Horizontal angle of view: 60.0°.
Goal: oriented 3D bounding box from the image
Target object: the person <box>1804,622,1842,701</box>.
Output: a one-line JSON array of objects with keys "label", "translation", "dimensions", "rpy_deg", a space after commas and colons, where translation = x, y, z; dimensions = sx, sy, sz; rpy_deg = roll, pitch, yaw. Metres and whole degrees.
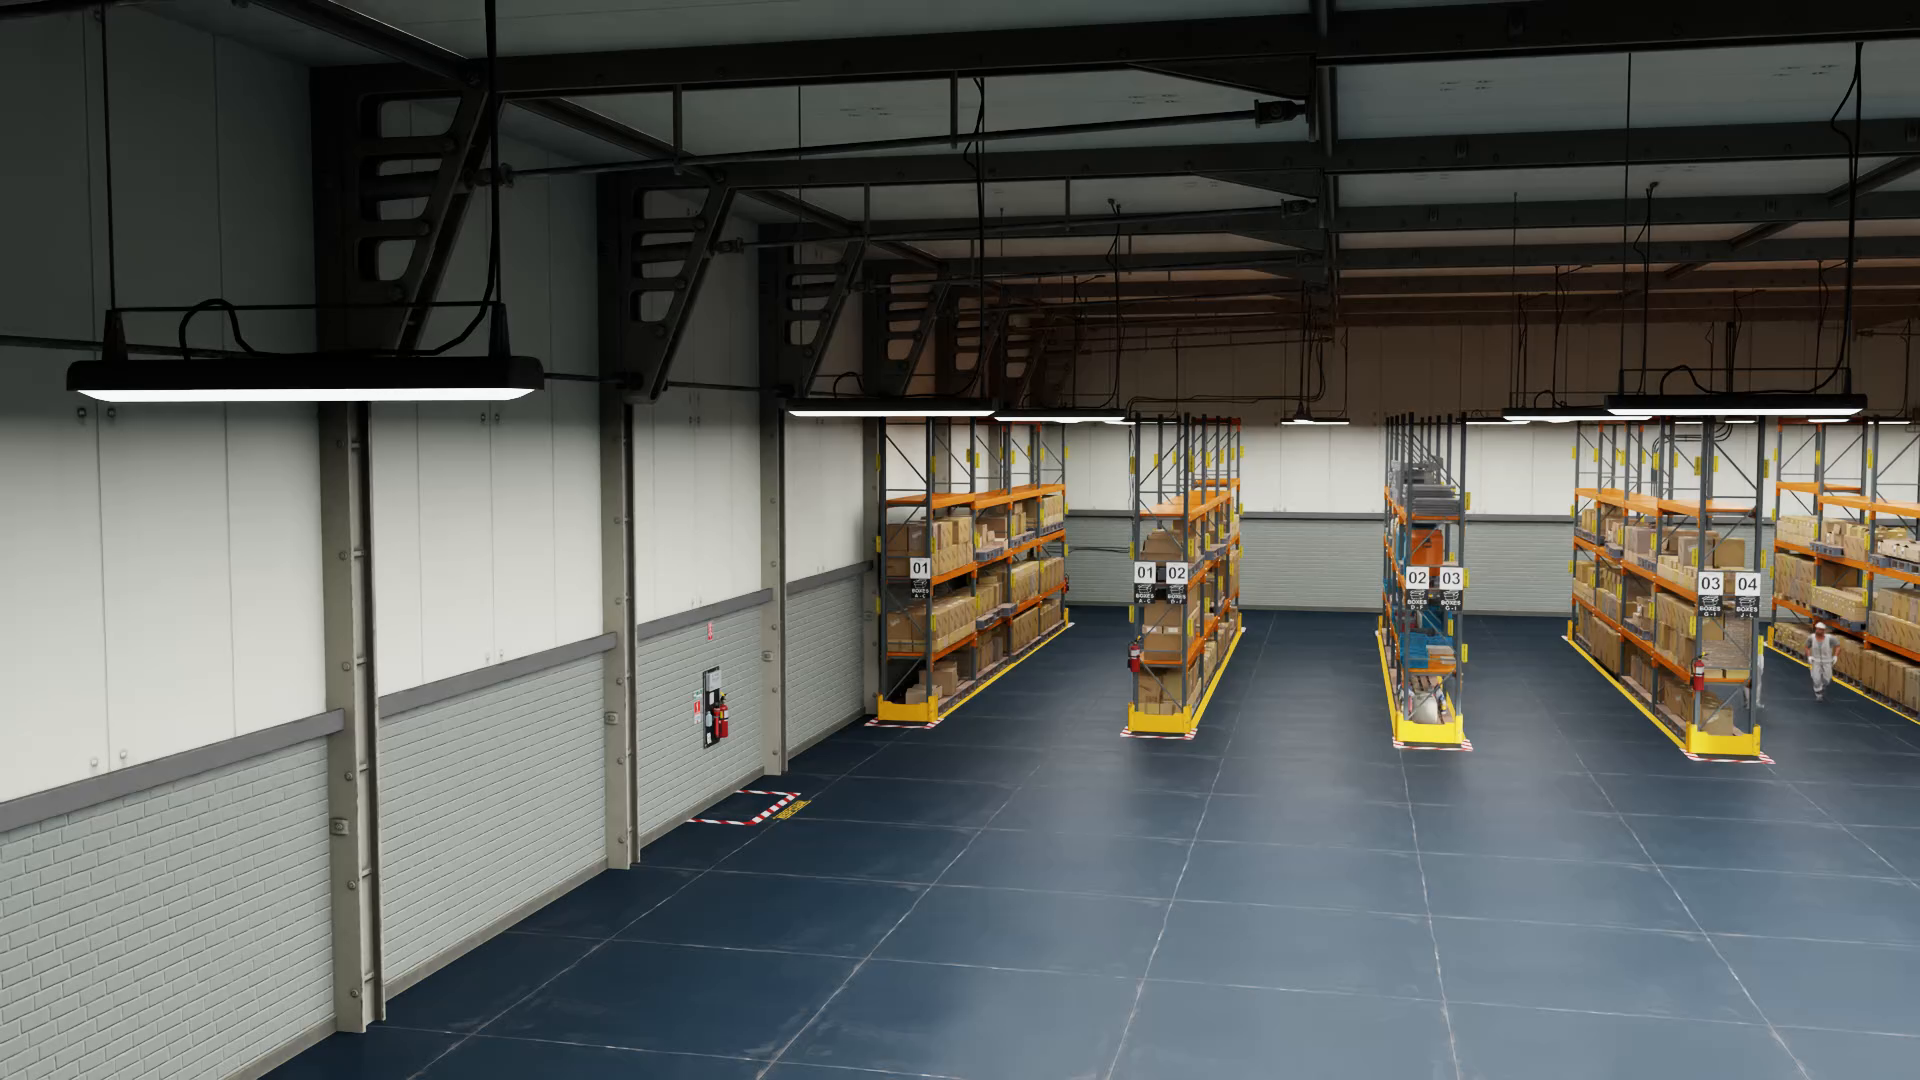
[{"label": "person", "translation": [17.995, 2.540, 34.695], "dimensions": [0.691, 1.684, 0.629], "rpy_deg": [2, 4, 23]}]

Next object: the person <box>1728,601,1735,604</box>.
[{"label": "person", "translation": [20.275, 1.864, 43.935], "dimensions": [0.643, 1.722, 1.043], "rpy_deg": [3, 5, 33]}]

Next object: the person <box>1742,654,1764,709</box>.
[{"label": "person", "translation": [16.062, 2.607, 33.784], "dimensions": [0.512, 1.674, 0.516], "rpy_deg": [1, 4, 14]}]
